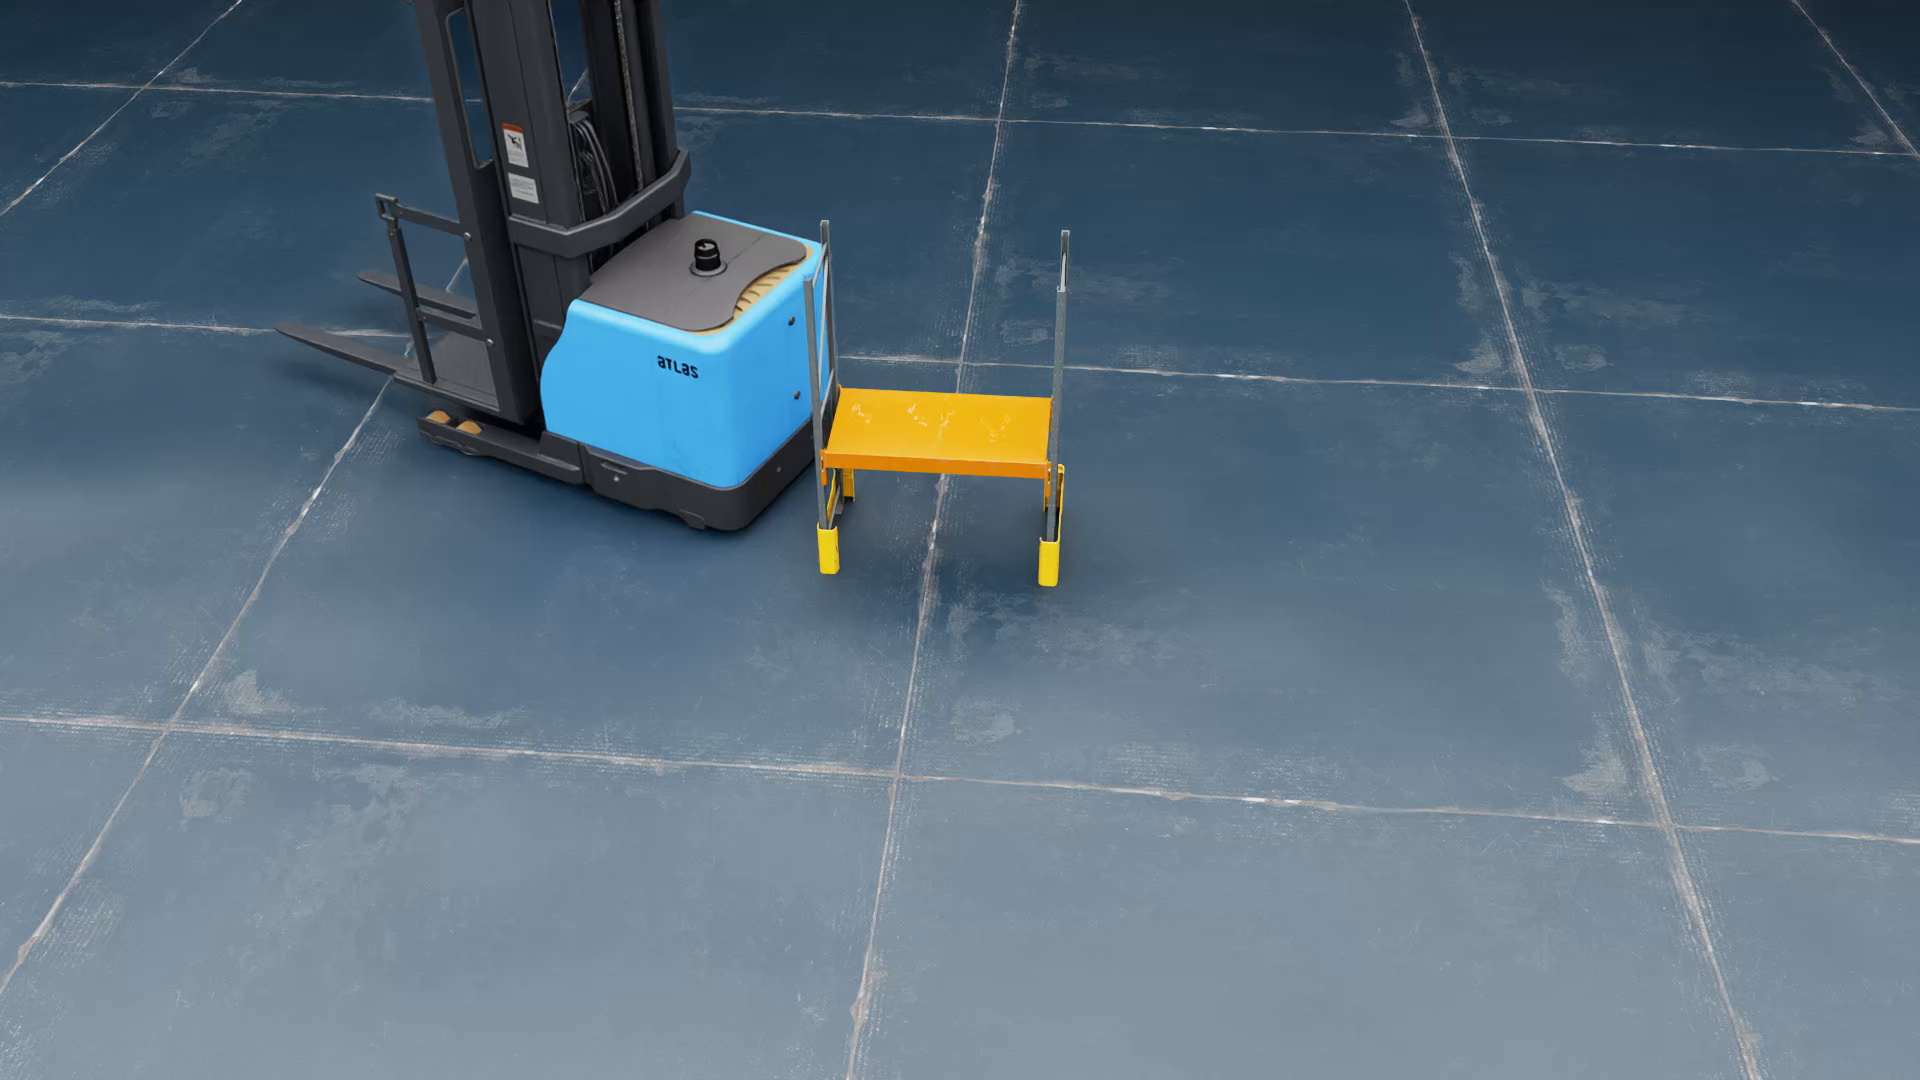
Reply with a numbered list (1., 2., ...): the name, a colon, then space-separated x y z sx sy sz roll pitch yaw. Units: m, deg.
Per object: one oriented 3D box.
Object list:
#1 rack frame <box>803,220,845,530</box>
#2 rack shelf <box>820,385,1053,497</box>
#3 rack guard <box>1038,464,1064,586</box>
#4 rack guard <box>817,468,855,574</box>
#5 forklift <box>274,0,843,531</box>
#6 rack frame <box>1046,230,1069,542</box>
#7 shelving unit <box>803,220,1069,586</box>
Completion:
1. rack frame: -0.591 -0.614 7.316 0.032 1.500 0.500 3 39 4
2. rack shelf: -0.085 -0.447 7.396 1.000 0.185 0.538 3 39 4
3. rack guard: 0.420 -0.074 7.643 0.087 0.250 0.587 3 39 4
4. rack guard: -0.572 -0.128 7.710 0.087 0.250 0.587 3 39 4
5. forklift: -2.127 -1.834 7.682 3.031 2.935 1.130 18 43 21
6. rack frame: 0.421 -0.559 7.248 0.032 1.500 0.500 3 39 4
7. shelving unit: -0.076 -0.586 7.282 1.083 1.500 0.587 3 39 4
